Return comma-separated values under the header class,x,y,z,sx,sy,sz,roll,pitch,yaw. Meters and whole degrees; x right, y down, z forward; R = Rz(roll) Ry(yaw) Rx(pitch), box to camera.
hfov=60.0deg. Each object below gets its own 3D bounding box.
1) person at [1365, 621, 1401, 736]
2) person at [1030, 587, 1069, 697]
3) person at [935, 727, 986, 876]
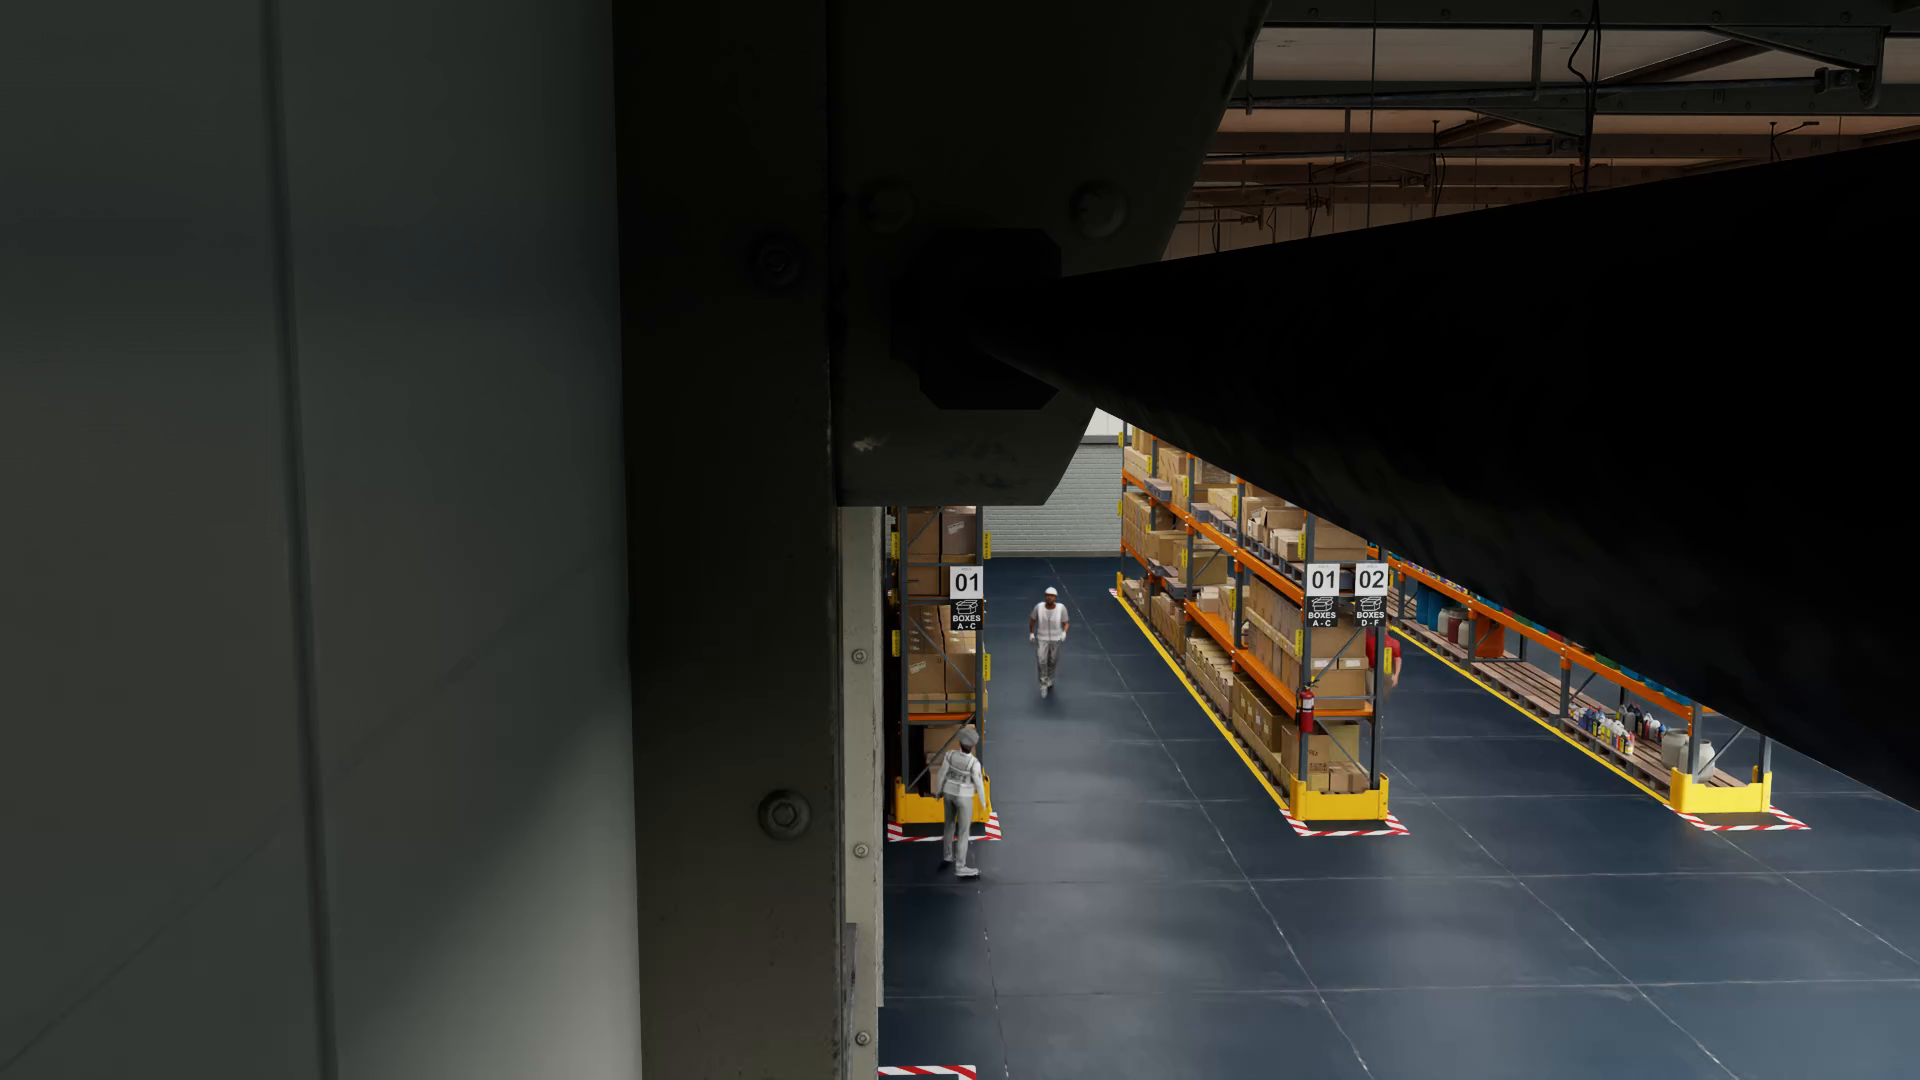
class,x,y,z,sx,sy,sz,roll,pitch,yaw
person,6.280,2.030,24.690,0.493,1.666,1.045,0,8,-3
person,1.471,1.669,27.356,0.636,1.808,0.876,0,8,0
person,-0.008,2.900,18.713,0.666,1.690,0.543,6,10,37
